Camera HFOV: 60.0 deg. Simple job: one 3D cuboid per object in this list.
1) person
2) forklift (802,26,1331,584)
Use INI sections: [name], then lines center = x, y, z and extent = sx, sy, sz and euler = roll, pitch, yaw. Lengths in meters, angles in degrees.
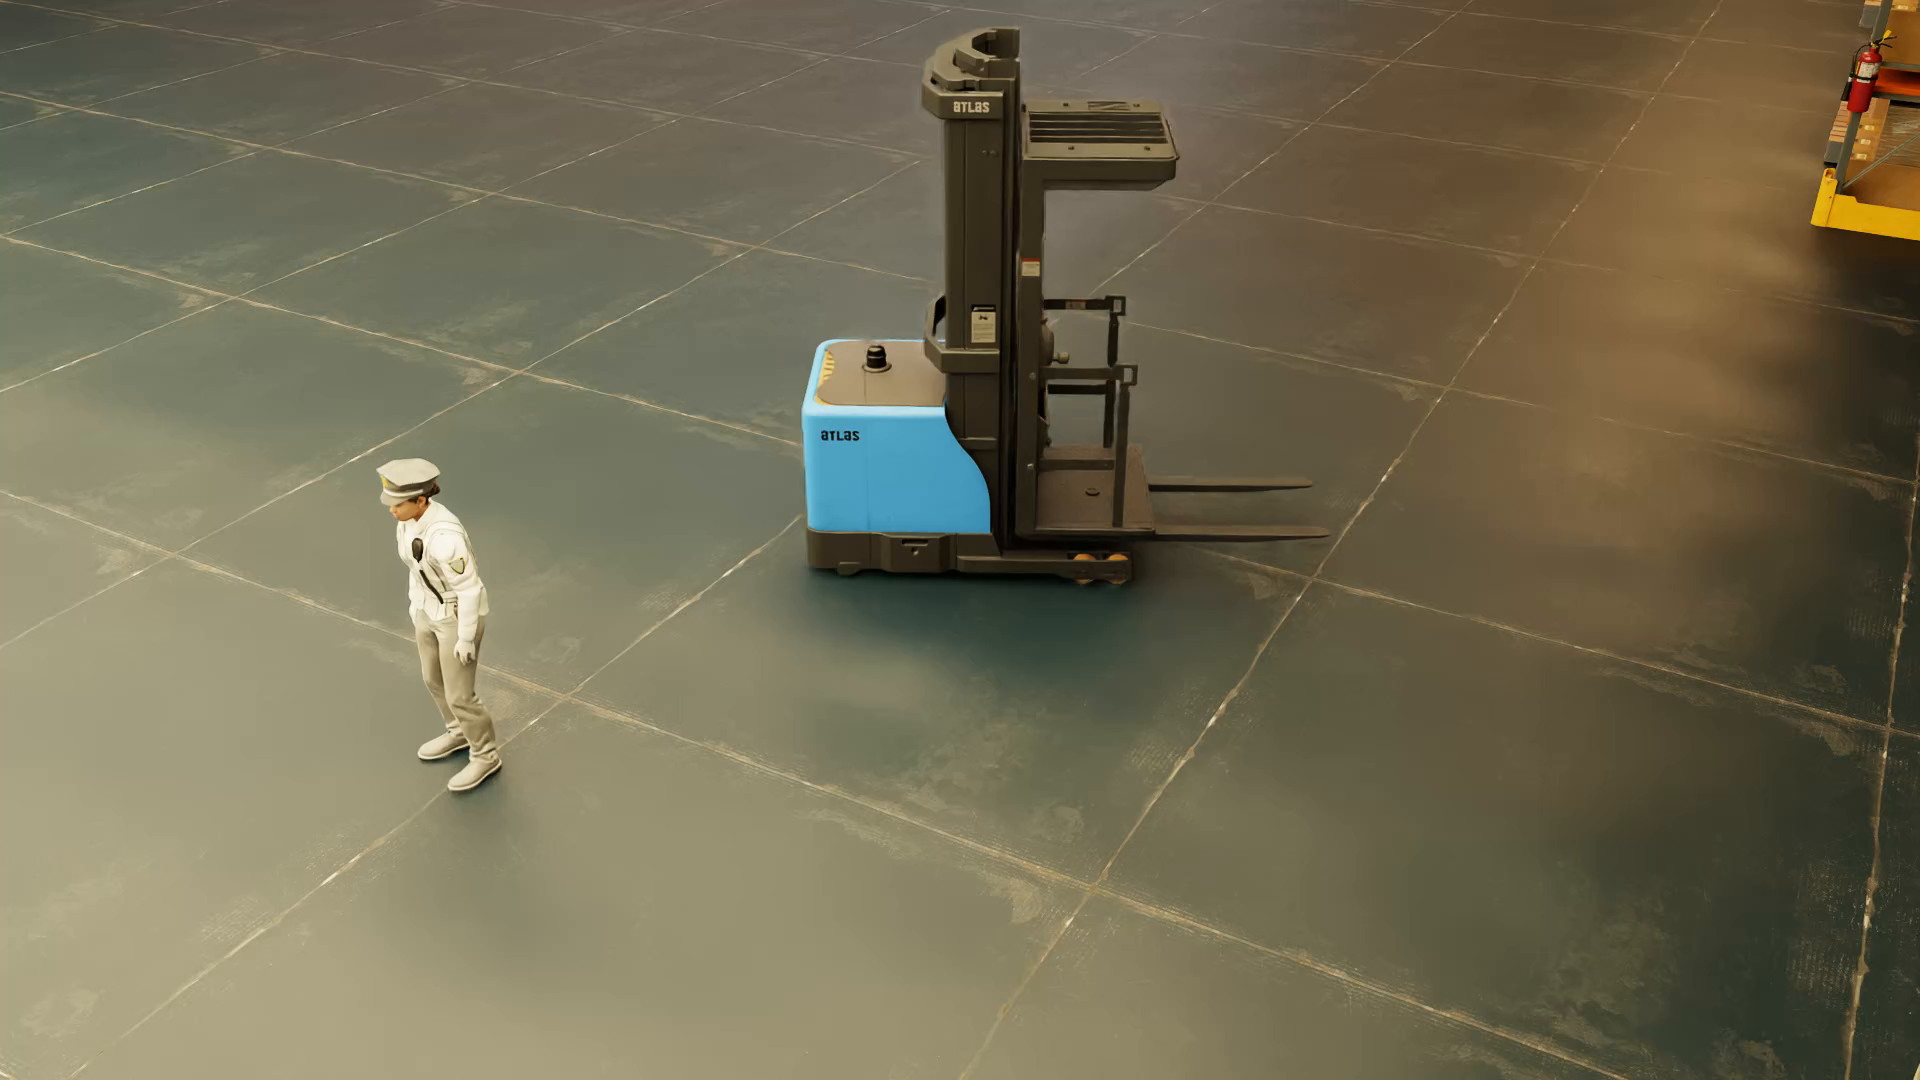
[person]
center = -2.387, 0.372, 7.700
extent = 0.371, 1.664, 0.530
euler = -25, 38, -36
[forklift]
center = 0.637, -1.289, 9.303
extent = 3.031, 2.935, 1.130
euler = 1, 30, 1
